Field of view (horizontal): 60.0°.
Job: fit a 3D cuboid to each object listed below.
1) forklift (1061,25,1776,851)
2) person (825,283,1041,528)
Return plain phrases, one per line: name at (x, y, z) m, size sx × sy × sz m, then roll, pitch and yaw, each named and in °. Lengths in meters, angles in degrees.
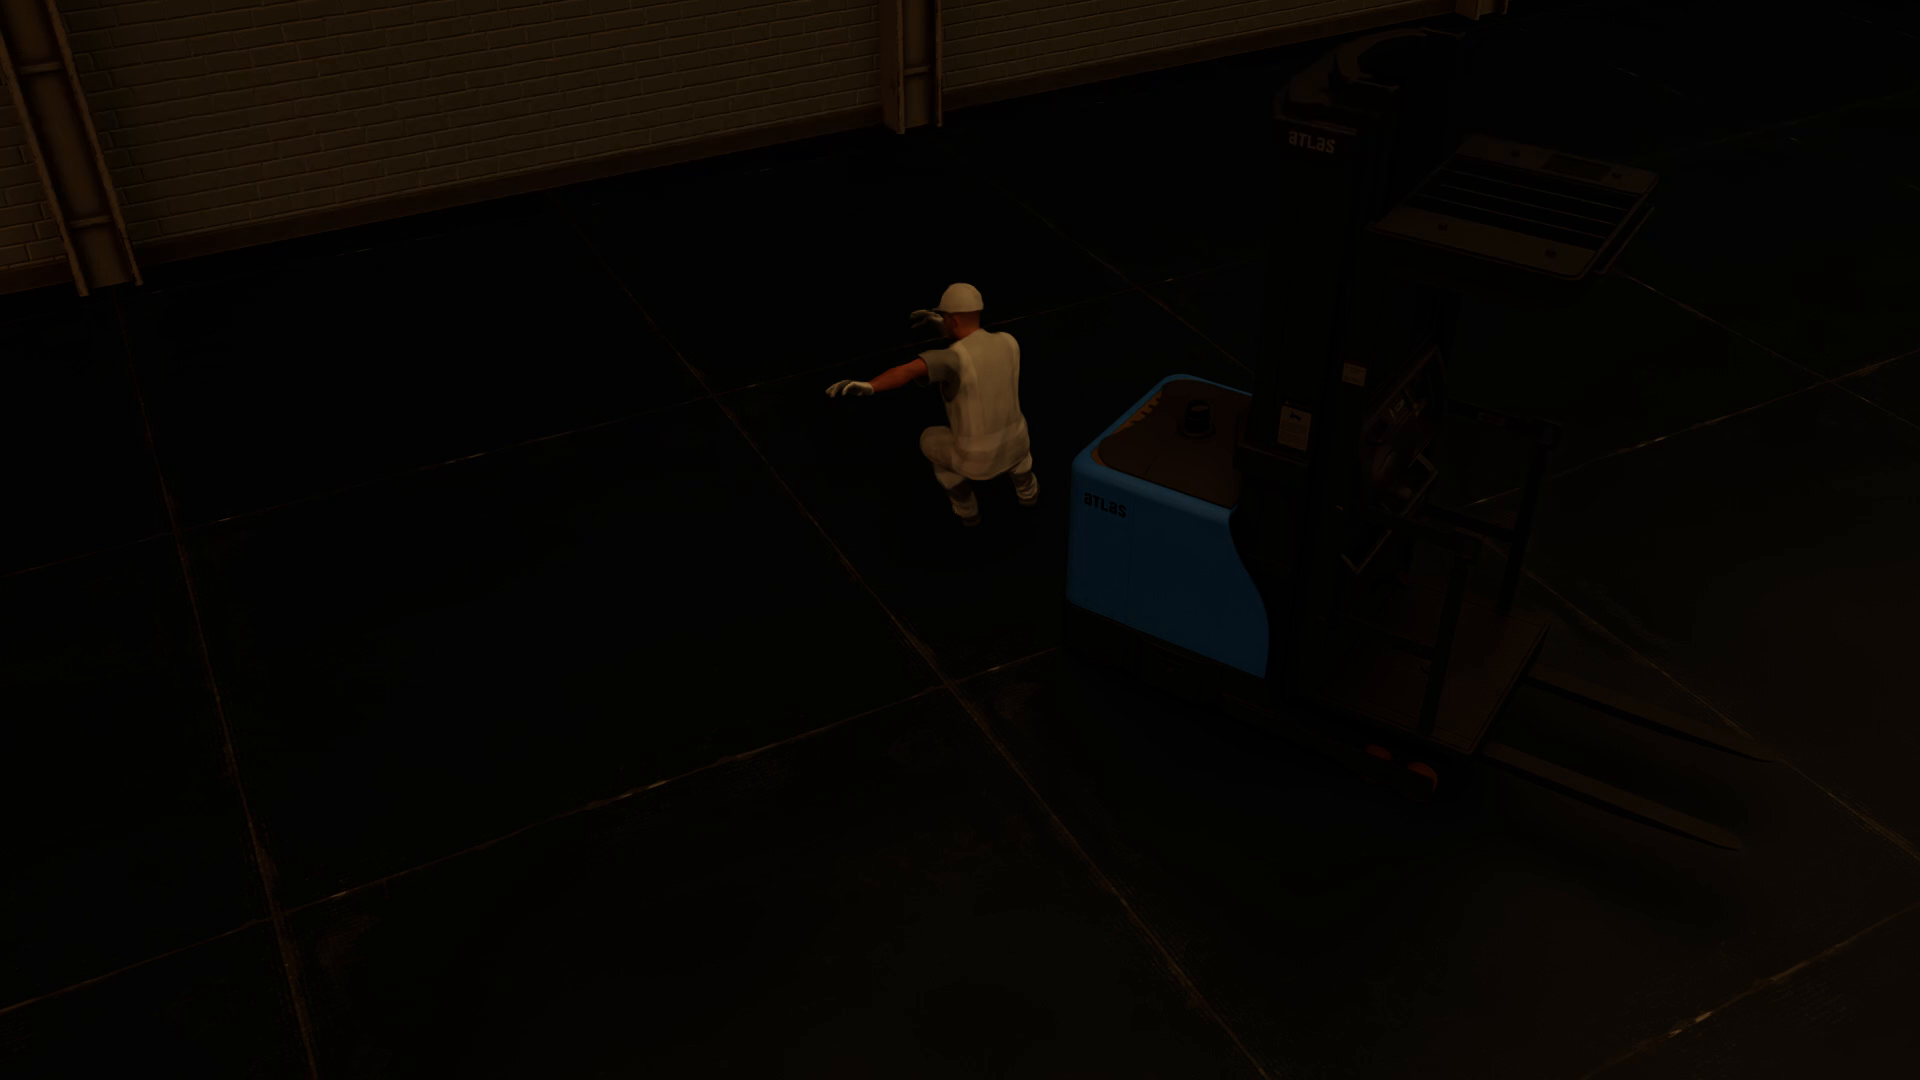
forklift at (1.989, -0.436, 6.740) m, size 3.031 × 2.935 × 1.130 m, roll 21°, pitch 40°, yaw 27°
person at (-0.076, -0.544, 8.197) m, size 1.501 × 1.450 × 0.741 m, roll -22°, pitch 41°, yaw -28°
